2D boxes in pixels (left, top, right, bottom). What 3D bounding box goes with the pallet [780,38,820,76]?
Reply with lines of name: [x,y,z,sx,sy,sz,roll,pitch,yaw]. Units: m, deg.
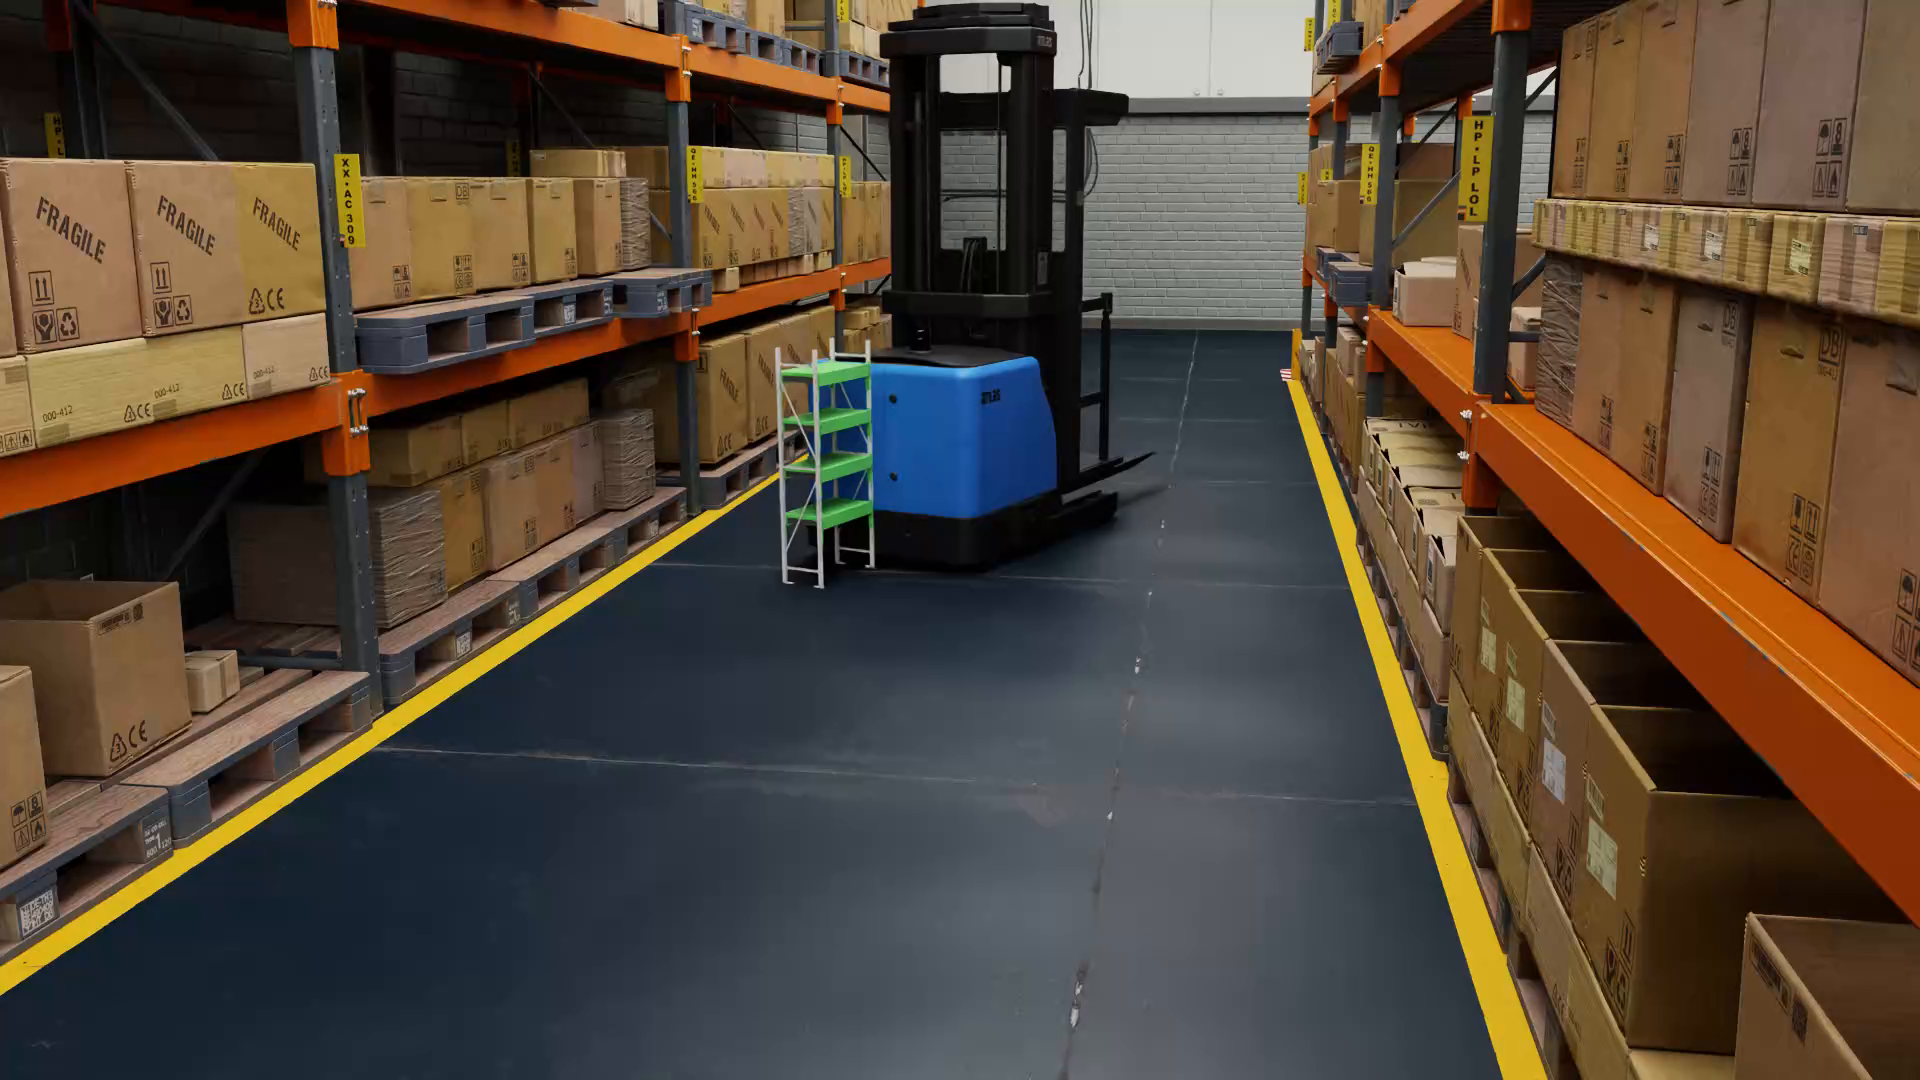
pallet: [-1.574,-3.645,12.619,0.805,0.209,1.217,1,12,6]

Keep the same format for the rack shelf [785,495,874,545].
rack shelf: [-0.679,-0.106,8.562,0.258,0.148,0.480,7,15,28]

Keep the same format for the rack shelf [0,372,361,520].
rack shelf: [-3.020,-0.031,4.225,1.077,0.370,4.000,2,12,9]

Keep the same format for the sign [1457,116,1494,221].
sign: [1.646,-1.182,5.298,0.100,0.325,0.005,2,12,9]

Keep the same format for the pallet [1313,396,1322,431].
pallet: [3.520,-1.084,14.024,1.003,0.211,1.213,2,12,9]

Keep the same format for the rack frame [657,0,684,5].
rack frame: [-2.097,-4.564,9.312,1.000,3.000,0.127,2,12,9]

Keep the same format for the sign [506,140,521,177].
sign: [-2.646,-2.215,9.903,0.100,0.325,0.005,2,12,9]

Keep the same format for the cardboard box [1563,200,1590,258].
cardboard box: [1.874,-0.849,4.538,0.380,0.149,0.250,2,12,7]

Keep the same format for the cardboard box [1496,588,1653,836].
cardboard box: [1.649,0.428,4.139,0.500,0.500,0.500,2,12,9]

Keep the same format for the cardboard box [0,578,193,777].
cardboard box: [-2.832,0.425,5.289,0.500,0.500,0.500,1,12,4]

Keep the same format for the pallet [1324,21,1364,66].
pallet: [3.088,-3.330,11.149,1.213,0.211,1.003,2,12,9]

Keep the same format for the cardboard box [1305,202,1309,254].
cardboard box: [3.700,-3.102,16.531,0.500,0.500,0.500,2,12,10]

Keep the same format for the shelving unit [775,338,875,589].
shelving unit: [-0.681,-0.403,8.493,0.258,1.200,0.503,7,15,28]

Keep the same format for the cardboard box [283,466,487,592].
cardboard box: [-2.585,-0.055,7.518,0.700,0.500,0.500,2,12,8]

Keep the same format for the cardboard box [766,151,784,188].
cardboard box: [-1.545,-2.611,11.718,0.500,0.250,0.500,2,12,7]

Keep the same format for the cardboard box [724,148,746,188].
cardboard box: [-1.690,-2.400,10.740,0.500,0.250,0.500,2,12,8]

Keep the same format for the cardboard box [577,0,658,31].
cardboard box: [-1.941,-2.906,8.900,0.500,0.311,0.500,2,12,9]

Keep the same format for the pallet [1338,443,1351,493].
pallet: [3.141,-0.516,11.387,1.003,0.211,1.213,2,12,9]

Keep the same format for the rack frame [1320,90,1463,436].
rack frame: [3.414,-2.305,13.067,1.000,3.000,0.127,2,12,9]

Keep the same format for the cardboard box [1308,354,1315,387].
cardboard box: [3.336,-1.489,14.621,0.500,0.311,0.500,2,12,9]

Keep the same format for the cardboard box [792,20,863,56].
cardboard box: [-1.115,-4.247,14.081,0.500,0.250,0.500,2,12,8]

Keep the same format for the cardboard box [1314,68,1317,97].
cardboard box: [3.609,-4.328,15.691,0.500,0.250,0.500,2,12,9]

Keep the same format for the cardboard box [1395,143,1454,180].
cardboard box: [3.764,-2.931,13.364,0.500,0.500,0.500,2,12,10]

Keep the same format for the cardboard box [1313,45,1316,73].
cardboard box: [3.693,-4.676,16.121,0.500,0.250,0.500,2,12,9]

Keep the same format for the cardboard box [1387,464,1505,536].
cardboard box: [2.196,-0.185,7.430,0.500,0.311,0.500,2,12,8]

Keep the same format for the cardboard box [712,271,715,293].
cardboard box: [-1.770,-1.632,10.494,0.380,0.149,0.250,2,12,9]

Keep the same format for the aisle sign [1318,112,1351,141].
aisle sign: [3.749,-4.432,16.767,0.394,0.787,0.004,2,12,9]

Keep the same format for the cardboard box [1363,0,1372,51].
cardboard box: [2.991,-3.293,10.298,0.910,0.500,0.500,2,12,9]

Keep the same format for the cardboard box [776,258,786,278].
cardboard box: [-1.493,-2.009,12.243,0.380,0.149,0.250,2,12,7]

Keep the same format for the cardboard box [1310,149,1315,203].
cardboard box: [3.627,-3.482,15.920,0.500,0.500,0.500,2,12,9]

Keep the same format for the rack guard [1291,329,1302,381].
rack guard: [4.017,-1.899,17.121,1.175,0.500,0.348,2,12,9]

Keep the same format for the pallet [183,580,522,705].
pallet: [-2.594,0.402,7.127,1.003,0.211,1.213,2,12,9]

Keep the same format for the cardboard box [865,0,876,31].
cardboard box: [-1.022,-4.725,14.518,0.500,0.500,0.500,2,12,7]

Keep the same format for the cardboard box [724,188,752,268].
cardboard box: [-1.679,-2.037,10.836,0.500,0.500,0.500,2,12,11]

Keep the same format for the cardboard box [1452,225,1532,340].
cardboard box: [2.557,-1.171,7.569,0.500,0.500,0.500,1,12,6]

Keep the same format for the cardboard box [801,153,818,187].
cardboard box: [-1.389,-2.823,12.703,0.500,0.250,0.500,2,12,10]

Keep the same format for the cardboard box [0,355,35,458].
cardboard box: [-2.708,-0.314,4.137,0.500,0.250,0.500,2,12,9]

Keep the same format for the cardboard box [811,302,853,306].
cardboard box: [-1.247,-2.217,16.057,0.380,0.149,0.250,2,12,9]

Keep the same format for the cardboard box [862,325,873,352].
cardboard box: [-1.185,-1.704,15.219,0.700,0.500,0.500,2,12,8]

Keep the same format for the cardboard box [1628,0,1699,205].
cardboard box: [1.967,-1.020,3.791,0.700,0.500,0.500,2,12,9]

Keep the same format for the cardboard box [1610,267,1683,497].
cardboard box: [1.966,-0.381,3.905,0.700,0.500,0.500,2,12,9]

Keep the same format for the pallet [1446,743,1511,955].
pallet: [2.020,0.888,4.871,1.003,0.211,1.213,2,12,9]

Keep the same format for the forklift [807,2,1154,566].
forklift: [0.305,-1.562,9.784,1.130,2.935,3.031,6,14,27]

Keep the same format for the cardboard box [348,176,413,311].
cardboard box: [-2.600,-1.168,6.510,0.700,0.500,0.500,2,12,9]

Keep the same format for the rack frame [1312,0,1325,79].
rack frame: [4.029,-6.070,16.299,1.000,3.000,0.127,2,12,9]

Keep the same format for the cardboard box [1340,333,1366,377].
cardboard box: [2.868,-1.259,11.324,0.500,0.250,0.500,2,12,8]

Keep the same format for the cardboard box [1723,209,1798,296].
cardboard box: [1.636,-0.528,3.046,0.380,0.149,0.250,2,12,10]

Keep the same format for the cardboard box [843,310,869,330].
cardboard box: [-1.032,-1.982,14.969,0.380,0.149,0.250,2,12,11]

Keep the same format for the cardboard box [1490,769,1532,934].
cardboard box: [1.649,0.794,4.218,0.500,0.250,0.500,2,12,9]

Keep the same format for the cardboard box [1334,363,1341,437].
cardboard box: [2.943,-0.990,11.855,0.500,0.500,0.500,2,12,9]

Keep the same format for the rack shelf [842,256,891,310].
rack shelf: [-1.174,-2.529,15.816,1.077,0.370,4.000,2,12,9]

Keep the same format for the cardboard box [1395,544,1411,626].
cardboard box: [2.118,0.192,7.012,0.500,0.250,0.500,2,12,10]
